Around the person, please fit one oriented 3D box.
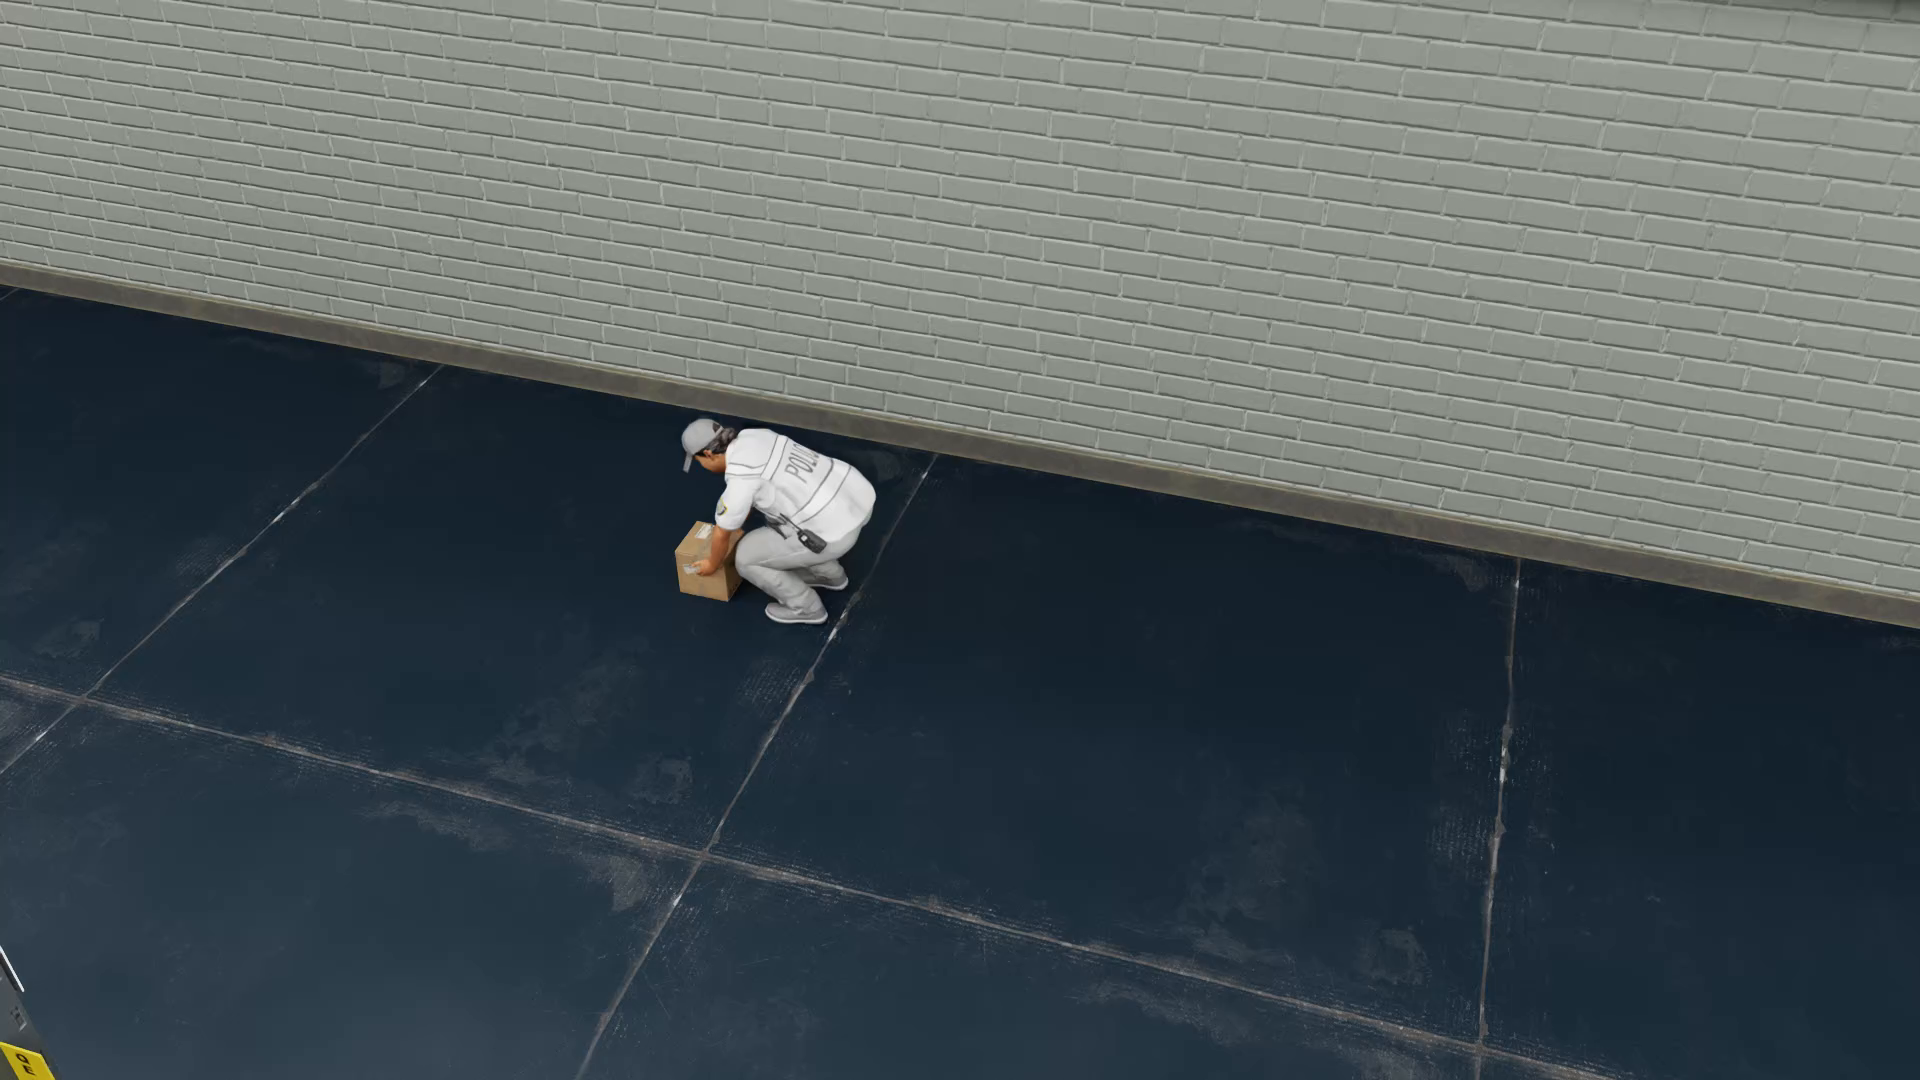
[{"bbox_3d":[-0.830,-0.106,7.608,0.830,0.969,0.525,11,39,14],"label":"person"}]
